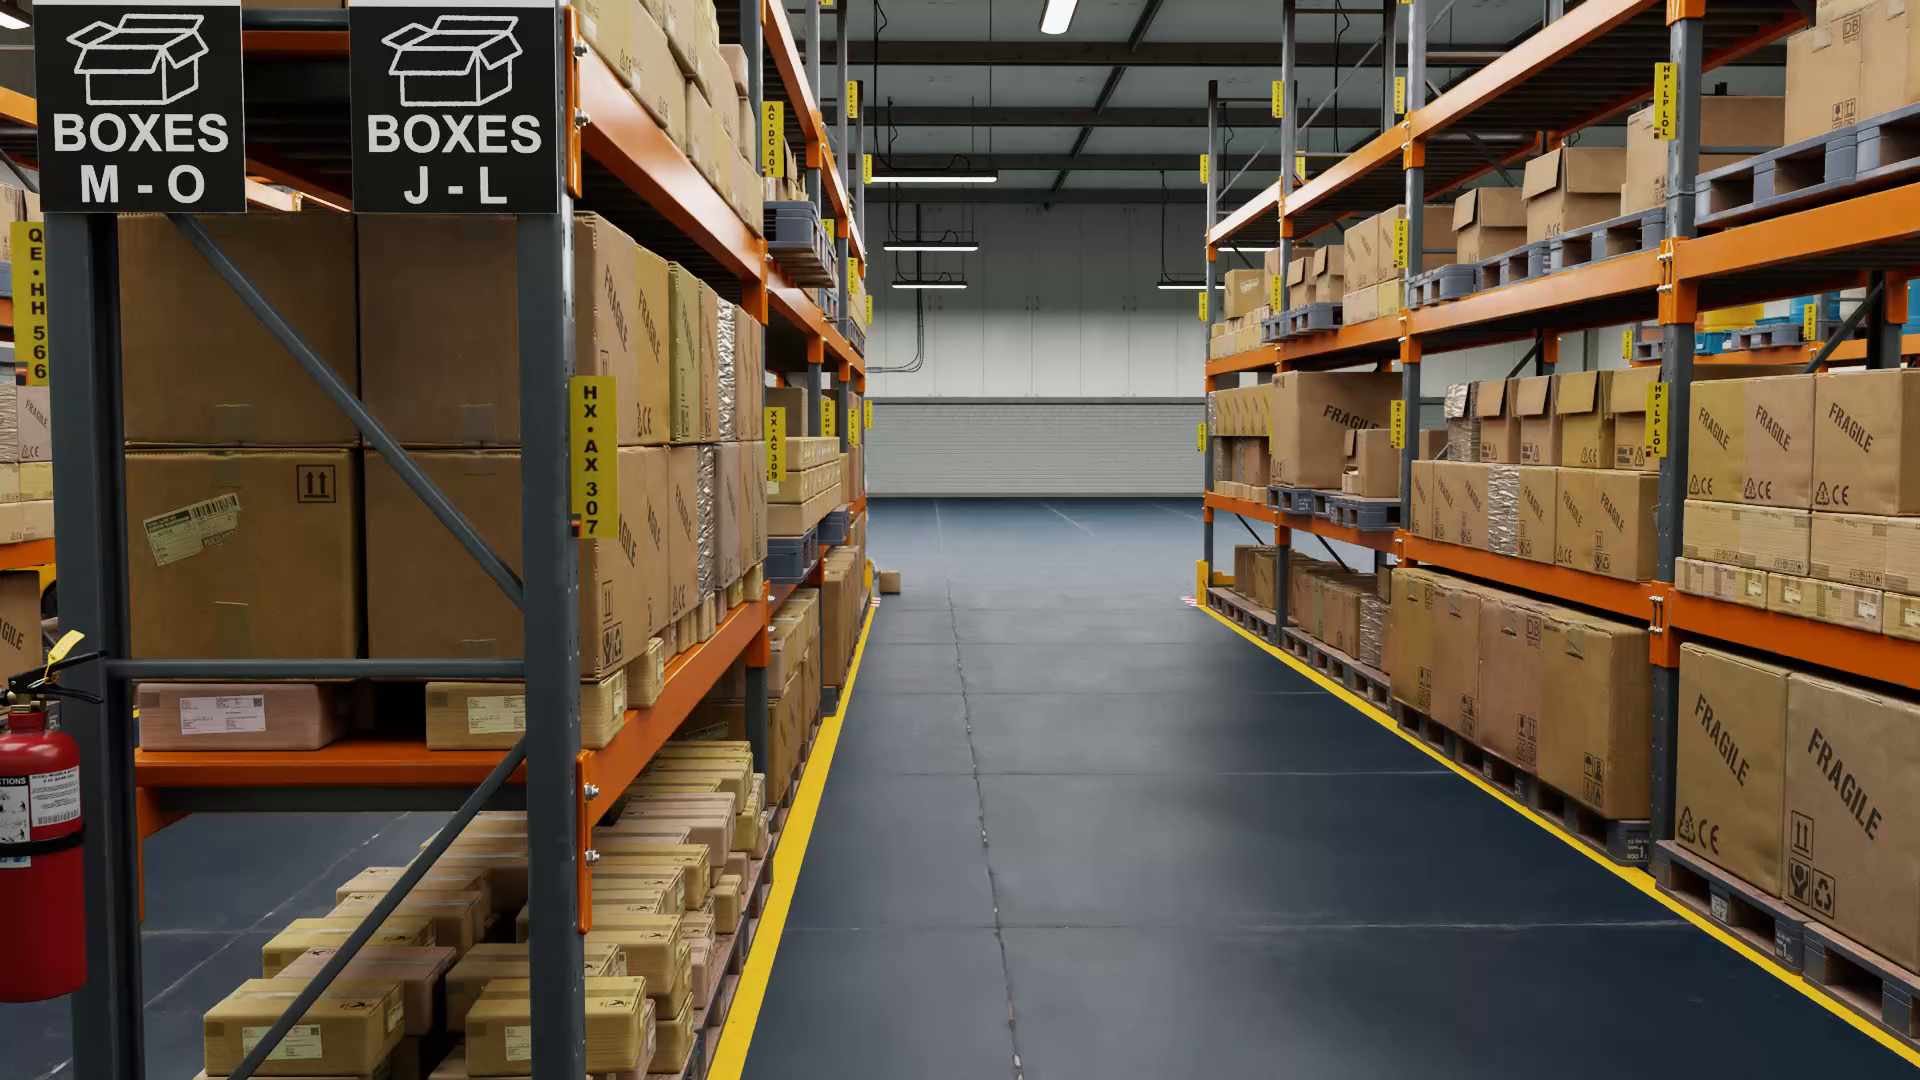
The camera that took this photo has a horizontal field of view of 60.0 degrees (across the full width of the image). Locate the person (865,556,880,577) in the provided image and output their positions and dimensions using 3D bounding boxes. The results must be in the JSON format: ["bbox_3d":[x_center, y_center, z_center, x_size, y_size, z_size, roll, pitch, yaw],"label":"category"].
[{"bbox_3d":[-1.465,-0.237,20.570,0.884,1.762,0.593,1,4,14],"label":"person"}]
